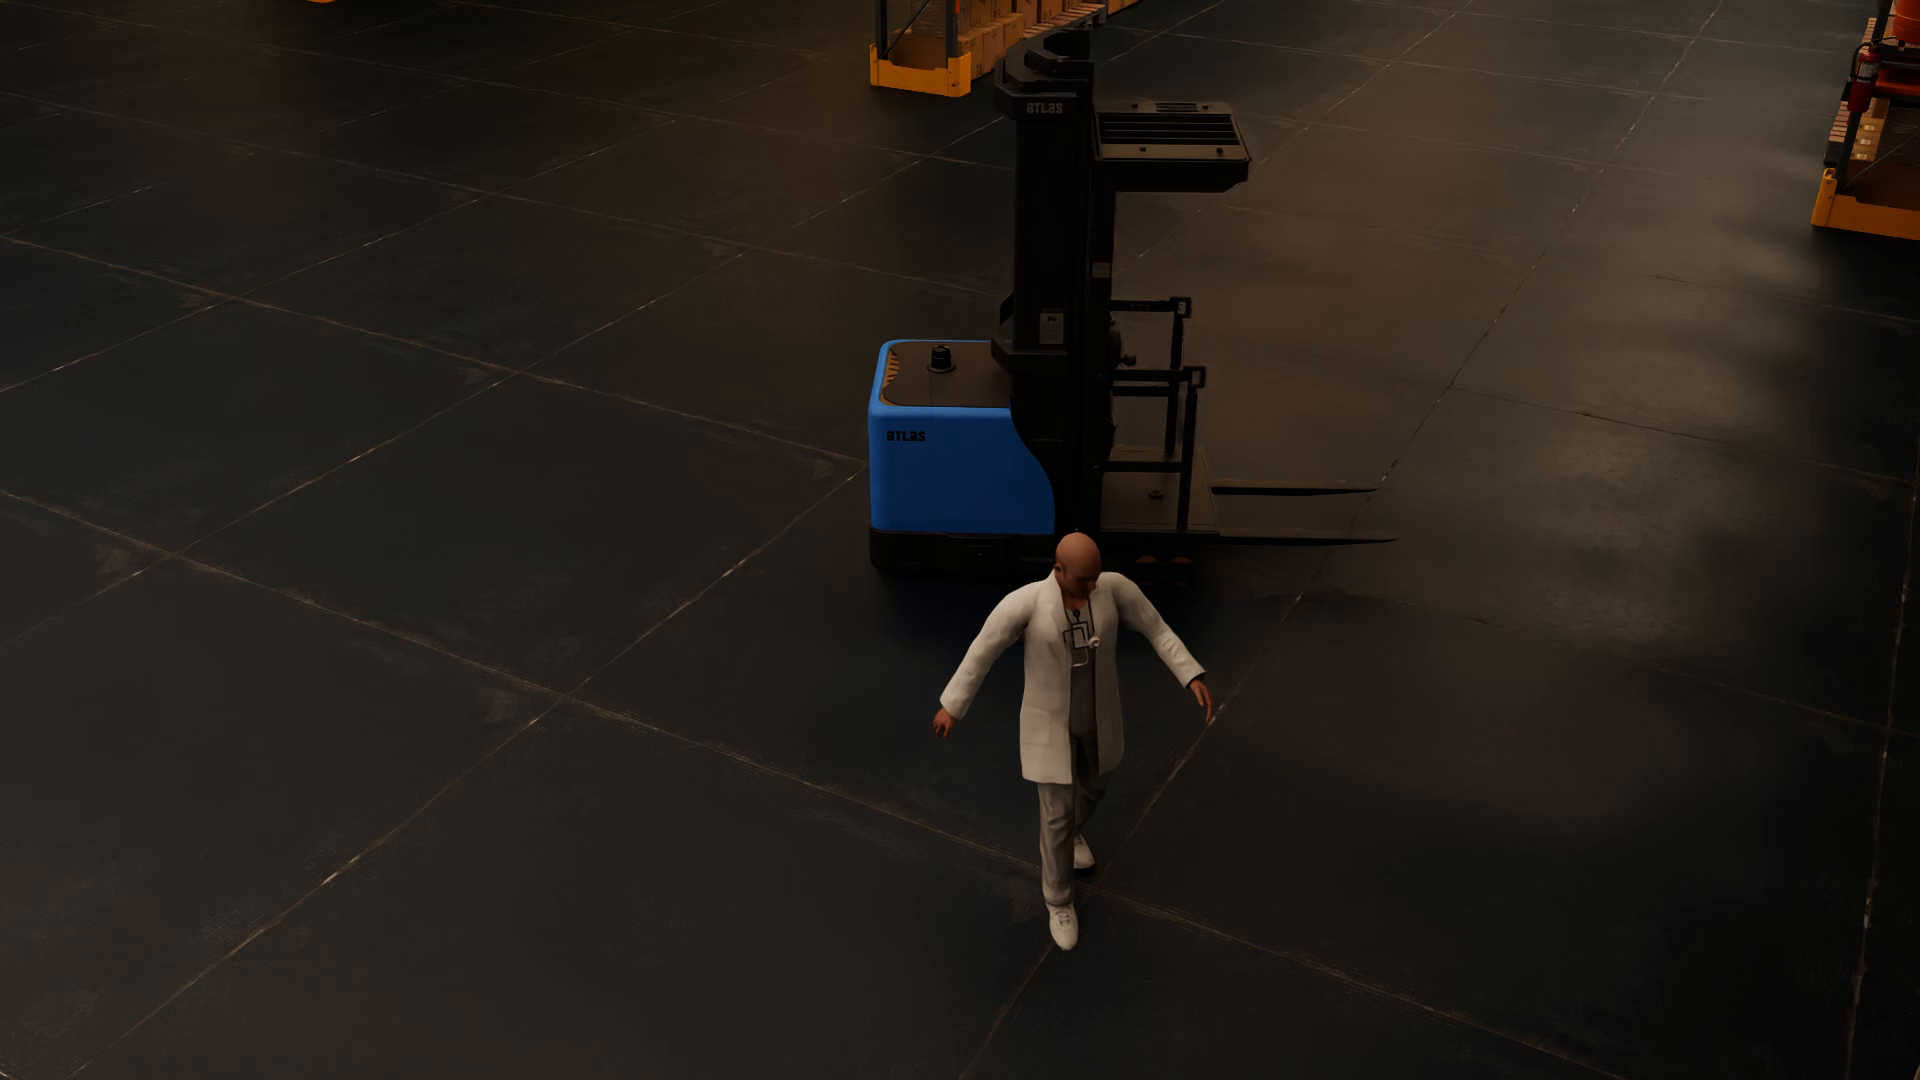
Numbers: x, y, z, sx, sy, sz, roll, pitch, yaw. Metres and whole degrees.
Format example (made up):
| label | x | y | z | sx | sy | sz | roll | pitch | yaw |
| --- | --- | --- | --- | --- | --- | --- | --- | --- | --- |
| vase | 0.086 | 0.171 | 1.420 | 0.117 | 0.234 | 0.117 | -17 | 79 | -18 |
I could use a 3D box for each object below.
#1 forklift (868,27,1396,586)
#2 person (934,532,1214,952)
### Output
| label | x | y | z | sx | sy | sz | roll | pitch | yaw |
| --- | --- | --- | --- | --- | --- | --- | --- | --- | --- |
| forklift | 1.008 | -1.276 | 9.282 | 3.031 | 2.935 | 1.130 | 1 | 30 | 2 |
| person | 0.448 | 0.780 | 6.929 | 1.032 | 1.765 | 0.796 | -9 | 31 | -16 |
